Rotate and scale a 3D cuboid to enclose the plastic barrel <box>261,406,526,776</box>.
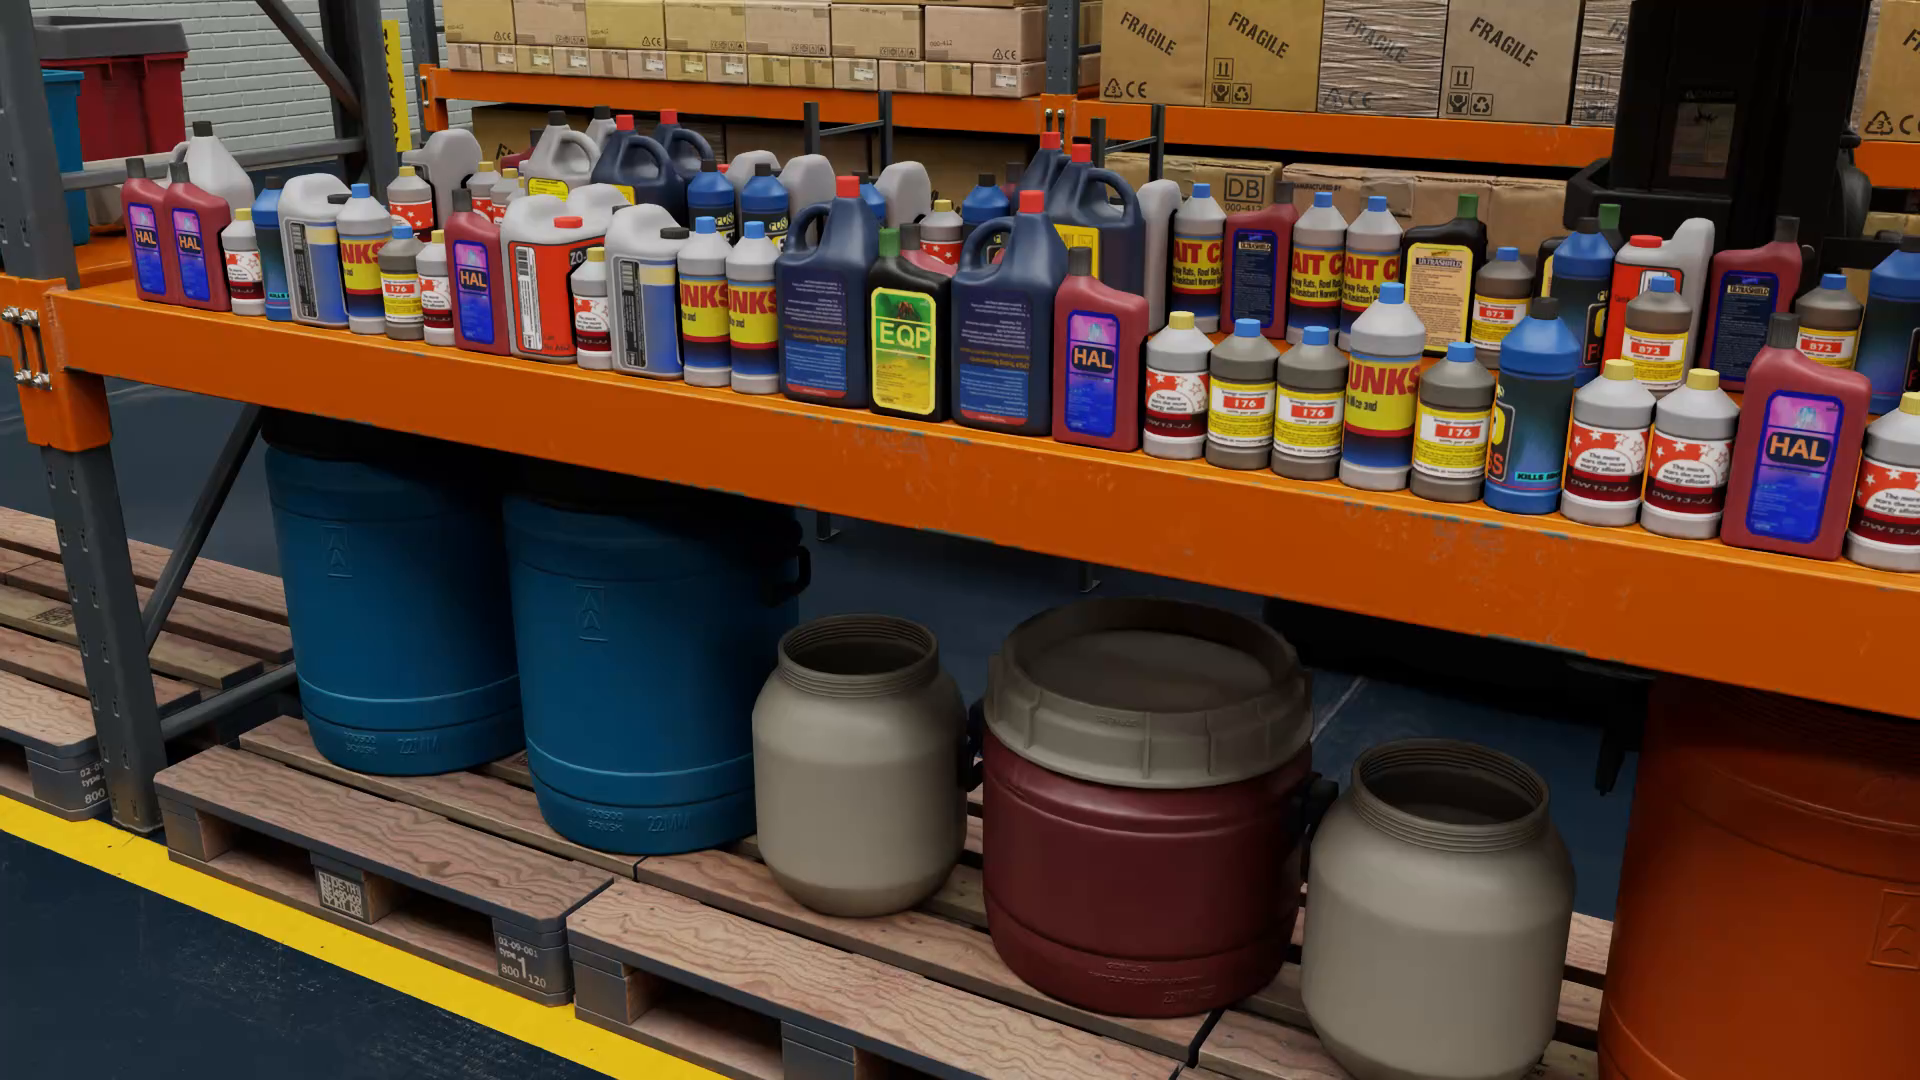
[{"bbox_3d":[-1.264,0.019,3.875,0.708,0.901,0.600,11,23,27],"label":"plastic barrel"}]

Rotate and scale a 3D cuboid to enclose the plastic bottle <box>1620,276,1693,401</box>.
[{"bbox_3d":[1.093,-0.312,2.617,0.097,0.201,0.097,0,20,0],"label":"plastic bottle"}]

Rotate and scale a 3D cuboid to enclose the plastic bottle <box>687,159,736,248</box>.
[{"bbox_3d":[-0.514,-0.651,3.449,0.097,0.271,0.097,0,20,0],"label":"plastic bottle"}]

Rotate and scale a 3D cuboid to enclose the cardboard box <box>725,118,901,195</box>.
[{"bbox_3d":[-0.638,-1.822,8.989,0.875,0.875,0.875,11,23,27],"label":"cardboard box"}]

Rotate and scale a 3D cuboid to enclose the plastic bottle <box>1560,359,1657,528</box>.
[{"bbox_3d":[0.822,-0.126,2.106,0.097,0.201,0.097,0,20,0],"label":"plastic bottle"}]

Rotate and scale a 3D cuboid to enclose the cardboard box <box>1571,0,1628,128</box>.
[{"bbox_3d":[2.738,-1.900,6.558,0.500,0.500,0.500,10,22,26],"label":"cardboard box"}]

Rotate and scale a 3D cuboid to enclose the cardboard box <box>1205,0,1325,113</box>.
[{"bbox_3d":[1.404,-2.153,7.254,0.500,0.500,0.500,11,23,27],"label":"cardboard box"}]

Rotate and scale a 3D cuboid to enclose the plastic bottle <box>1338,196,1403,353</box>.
[{"bbox_3d":[0.732,-0.473,2.959,0.097,0.271,0.097,0,20,0],"label":"plastic bottle"}]

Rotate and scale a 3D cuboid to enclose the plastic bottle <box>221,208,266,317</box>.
[{"bbox_3d":[-1.392,-0.548,3.269,0.097,0.201,0.097,0,20,0],"label":"plastic bottle"}]

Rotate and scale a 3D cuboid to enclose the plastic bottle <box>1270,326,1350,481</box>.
[{"bbox_3d":[0.482,-0.191,2.285,0.097,0.201,0.097,0,20,0],"label":"plastic bottle"}]

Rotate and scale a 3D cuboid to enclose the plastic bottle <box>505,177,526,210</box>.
[{"bbox_3d":[-0.954,-0.702,3.692,0.097,0.201,0.097,0,20,0],"label":"plastic bottle"}]

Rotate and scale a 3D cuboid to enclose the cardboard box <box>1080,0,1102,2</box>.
[{"bbox_3d":[0.392,-2.918,8.194,0.500,0.500,0.500,11,23,27],"label":"cardboard box"}]

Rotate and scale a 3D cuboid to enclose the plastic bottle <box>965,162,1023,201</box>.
[{"bbox_3d":[0.075,-0.611,3.322,0.133,0.283,0.061,11,23,27],"label":"plastic bottle"}]

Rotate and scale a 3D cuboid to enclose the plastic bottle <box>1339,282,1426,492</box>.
[{"bbox_3d":[0.567,-0.208,2.228,0.097,0.271,0.097,0,20,0],"label":"plastic bottle"}]

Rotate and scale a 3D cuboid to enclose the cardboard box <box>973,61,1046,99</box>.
[{"bbox_3d":[0.259,-2.175,7.831,0.250,0.149,0.380,11,23,28],"label":"cardboard box"}]

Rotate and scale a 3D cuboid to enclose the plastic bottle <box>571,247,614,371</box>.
[{"bbox_3d":[-0.616,-0.400,2.861,0.097,0.201,0.097,0,20,0],"label":"plastic bottle"}]

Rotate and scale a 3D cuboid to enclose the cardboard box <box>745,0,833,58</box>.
[{"bbox_3d":[-0.727,-2.575,8.348,0.500,0.250,0.500,11,23,28],"label":"cardboard box"}]

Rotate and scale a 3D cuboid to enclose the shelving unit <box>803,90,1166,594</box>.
[{"bbox_3d":[0.074,-0.691,5.570,1.048,1.500,0.538,11,23,27],"label":"shelving unit"}]

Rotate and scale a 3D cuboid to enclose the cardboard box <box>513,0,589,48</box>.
[{"bbox_3d":[-2.062,-2.830,9.051,0.500,0.250,0.500,10,22,27],"label":"cardboard box"}]

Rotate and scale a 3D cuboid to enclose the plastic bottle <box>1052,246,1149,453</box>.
[{"bbox_3d":[0.203,-0.276,2.398,0.133,0.283,0.061,11,23,27],"label":"plastic bottle"}]

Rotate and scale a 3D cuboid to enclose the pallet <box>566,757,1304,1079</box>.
[{"bbox_3d":[-0.008,0.789,3.382,1.213,0.211,1.003,11,23,27],"label":"pallet"}]

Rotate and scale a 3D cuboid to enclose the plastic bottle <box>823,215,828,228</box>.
[{"bbox_3d":[-0.237,-0.625,3.480,0.097,0.201,0.097,0,20,0],"label":"plastic bottle"}]

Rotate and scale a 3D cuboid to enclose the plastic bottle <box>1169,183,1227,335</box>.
[{"bbox_3d":[0.446,-0.528,3.109,0.097,0.271,0.097,0,20,0],"label":"plastic bottle"}]

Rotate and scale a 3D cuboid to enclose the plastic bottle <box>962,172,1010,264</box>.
[{"bbox_3d":[0.052,-0.579,3.250,0.097,0.271,0.097,0,20,0],"label":"plastic bottle"}]

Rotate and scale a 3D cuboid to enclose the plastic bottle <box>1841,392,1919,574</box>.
[{"bbox_3d":[1.109,-0.072,1.956,0.097,0.201,0.097,0,20,0],"label":"plastic bottle"}]

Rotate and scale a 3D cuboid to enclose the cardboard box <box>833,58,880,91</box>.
[{"bbox_3d":[-0.414,-2.303,8.185,0.250,0.149,0.380,11,23,28],"label":"cardboard box"}]

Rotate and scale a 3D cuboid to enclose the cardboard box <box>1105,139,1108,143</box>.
[{"bbox_3d":[1.151,-3.201,12.982,0.250,0.149,0.380,11,23,28],"label":"cardboard box"}]

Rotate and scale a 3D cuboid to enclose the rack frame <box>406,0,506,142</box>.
[{"bbox_3d":[-2.807,-3.005,9.751,0.127,3.000,1.000,11,23,27],"label":"rack frame"}]

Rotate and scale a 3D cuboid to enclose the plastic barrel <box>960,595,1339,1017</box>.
[{"bbox_3d":[0.340,0.472,3.086,0.708,0.588,0.600,11,23,27],"label":"plastic barrel"}]

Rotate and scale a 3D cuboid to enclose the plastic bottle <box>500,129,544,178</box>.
[{"bbox_3d":[-1.004,-0.817,3.888,0.133,0.283,0.061,11,23,27],"label":"plastic bottle"}]

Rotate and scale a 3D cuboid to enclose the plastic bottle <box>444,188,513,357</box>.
[{"bbox_3d":[-0.843,-0.475,2.947,0.133,0.283,0.061,11,23,27],"label":"plastic bottle"}]

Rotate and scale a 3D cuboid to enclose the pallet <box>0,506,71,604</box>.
[{"bbox_3d":[-3.460,0.132,5.192,1.213,0.211,1.003,11,23,27],"label":"pallet"}]

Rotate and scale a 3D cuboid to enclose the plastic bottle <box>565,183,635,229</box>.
[{"bbox_3d":[-0.629,-0.508,3.049,0.135,0.276,0.152,11,23,27],"label":"plastic bottle"}]

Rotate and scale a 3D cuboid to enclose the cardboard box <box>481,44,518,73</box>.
[{"bbox_3d":[-2.433,-2.688,9.244,0.250,0.149,0.380,10,22,27],"label":"cardboard box"}]

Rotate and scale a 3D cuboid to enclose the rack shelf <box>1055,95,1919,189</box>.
[{"bbox_3d":[2.431,-1.669,7.123,4.000,0.370,1.077,11,23,27],"label":"rack shelf"}]

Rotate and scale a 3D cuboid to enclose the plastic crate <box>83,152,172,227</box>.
[{"bbox_3d":[-2.067,-0.890,4.218,0.243,0.136,0.396,11,23,27],"label":"plastic crate"}]

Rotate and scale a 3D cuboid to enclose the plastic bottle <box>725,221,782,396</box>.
[{"bbox_3d":[-0.328,-0.378,2.698,0.097,0.271,0.097,0,20,0],"label":"plastic bottle"}]

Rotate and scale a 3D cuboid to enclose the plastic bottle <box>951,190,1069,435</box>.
[{"bbox_3d":[0.084,-0.346,2.493,0.185,0.351,0.144,11,23,27],"label":"plastic bottle"}]

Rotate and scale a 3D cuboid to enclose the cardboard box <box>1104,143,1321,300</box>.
[{"bbox_3d":[1.254,-1.438,7.931,0.875,0.875,1.225,11,23,27],"label":"cardboard box"}]

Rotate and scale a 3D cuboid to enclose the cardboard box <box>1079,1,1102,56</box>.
[{"bbox_3d":[0.403,-2.565,8.322,0.500,0.250,0.500,10,22,26],"label":"cardboard box"}]

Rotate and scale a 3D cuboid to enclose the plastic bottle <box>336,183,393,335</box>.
[{"bbox_3d":[-1.105,-0.526,3.106,0.097,0.271,0.097,0,20,0],"label":"plastic bottle"}]

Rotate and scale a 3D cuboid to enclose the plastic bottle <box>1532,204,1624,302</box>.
[{"bbox_3d":[1.043,-0.426,2.813,0.133,0.283,0.061,11,23,27],"label":"plastic bottle"}]

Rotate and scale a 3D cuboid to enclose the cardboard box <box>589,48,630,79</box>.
[{"bbox_3d":[-1.760,-2.560,8.891,0.250,0.149,0.380,10,22,26],"label":"cardboard box"}]

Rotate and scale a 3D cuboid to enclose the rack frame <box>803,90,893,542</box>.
[{"bbox_3d":[-0.369,-0.775,5.803,0.032,1.500,0.500,11,23,27],"label":"rack frame"}]

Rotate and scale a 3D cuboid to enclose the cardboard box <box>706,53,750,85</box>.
[{"bbox_3d":[-1.085,-2.431,8.537,0.250,0.149,0.380,11,23,28],"label":"cardboard box"}]

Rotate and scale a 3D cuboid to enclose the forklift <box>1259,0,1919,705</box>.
[{"bbox_3d":[2.437,-0.953,4.195,3.031,2.935,1.130,10,22,26],"label":"forklift"}]

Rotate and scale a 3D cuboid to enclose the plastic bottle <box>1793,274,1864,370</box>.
[{"bbox_3d":[1.369,-0.319,2.636,0.097,0.201,0.097,0,20,0],"label":"plastic bottle"}]

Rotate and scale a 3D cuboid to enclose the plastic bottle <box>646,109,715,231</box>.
[{"bbox_3d":[-0.607,-0.756,3.623,0.185,0.351,0.144,11,23,27],"label":"plastic bottle"}]

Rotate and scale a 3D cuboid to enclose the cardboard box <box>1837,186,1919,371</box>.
[{"bbox_3d":[3.585,-0.994,6.708,0.875,0.875,1.225,10,22,25],"label":"cardboard box"}]
